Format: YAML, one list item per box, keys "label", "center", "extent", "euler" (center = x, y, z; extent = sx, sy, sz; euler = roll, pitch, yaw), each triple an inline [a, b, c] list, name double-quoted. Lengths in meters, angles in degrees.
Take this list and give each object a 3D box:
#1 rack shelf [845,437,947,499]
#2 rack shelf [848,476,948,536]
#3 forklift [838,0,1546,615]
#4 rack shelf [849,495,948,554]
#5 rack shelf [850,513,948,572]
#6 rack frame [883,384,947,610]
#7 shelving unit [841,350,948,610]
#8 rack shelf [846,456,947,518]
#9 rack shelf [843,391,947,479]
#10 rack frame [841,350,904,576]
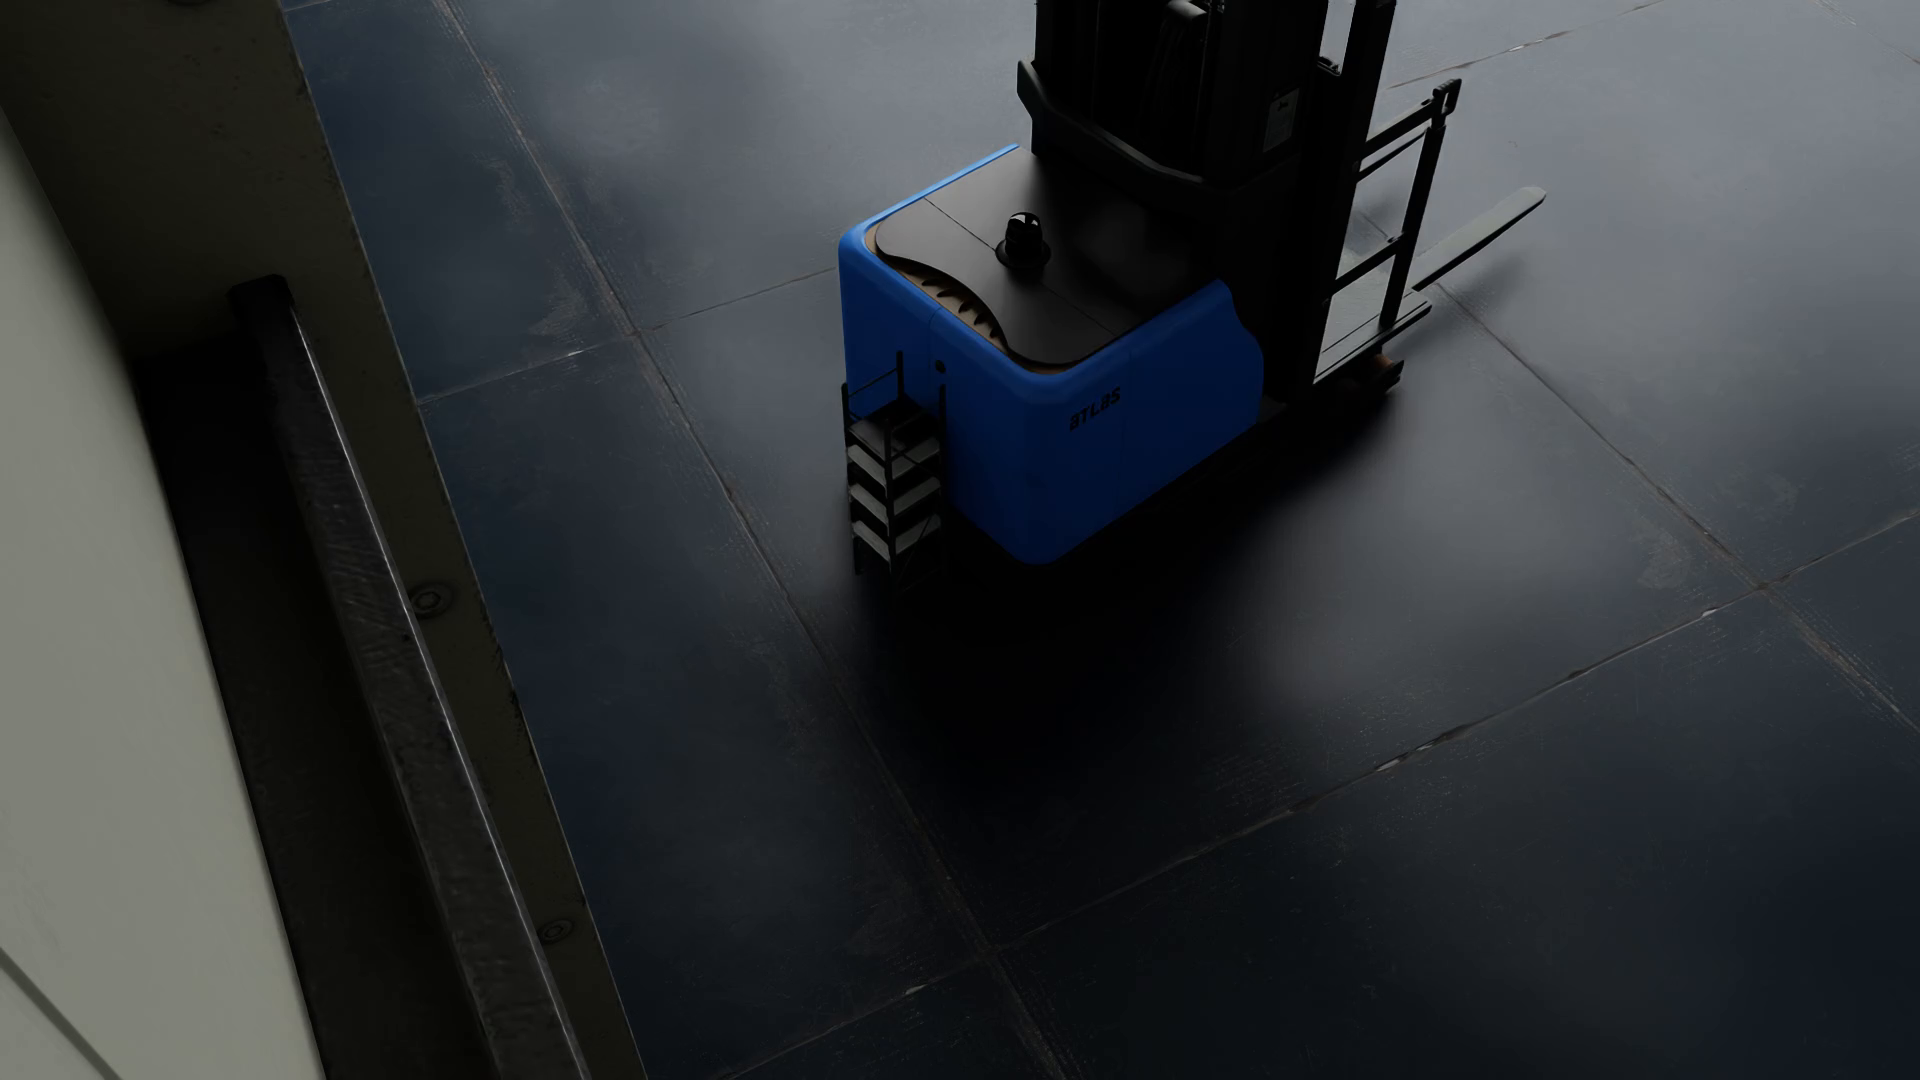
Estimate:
- label: "rack shelf"
  center: [-0.203, -0.273, 5.295]
  extent: [0.258, 0.077, 0.200]
  euler: [-33, 57, -26]
- label: "rack shelf"
  center: [-0.203, -0.155, 5.430]
  extent: [0.258, 0.077, 0.200]
  euler: [-33, 57, -26]
- label: "forklift"
  center: [1.038, -1.679, 5.370]
  extent: [3.031, 2.935, 1.130]
  euler: [-33, 57, -26]
- label: "rack shelf"
  center: [-0.203, -0.095, 5.498]
  extent: [0.258, 0.077, 0.200]
  euler: [-33, 57, -26]
- label: "rack shelf"
  center: [-0.203, -0.036, 5.566]
  extent: [0.258, 0.077, 0.200]
  euler: [-33, 57, -26]
- label: "rack frame"
  center: [-0.136, -0.119, 5.355]
  extent: [0.240, 0.900, 0.006]
  euler: [-33, 57, -26]
- label: "shelving unit"
  center: [-0.203, -0.177, 5.405]
  extent: [0.258, 0.900, 0.210]
  euler: [-33, 57, -26]
- label: "rack shelf"
  center: [-0.203, -0.214, 5.362]
  extent: [0.258, 0.077, 0.200]
  euler: [-33, 57, -26]
- label: "rack shelf"
  center: [-0.204, -0.332, 5.227]
  extent: [0.258, 0.077, 0.200]
  euler: [-33, 57, -26]
- label: "rack frame"
  center: [-0.270, -0.234, 5.456]
  extent: [0.240, 0.900, 0.006]
  euler: [-33, 57, -26]
